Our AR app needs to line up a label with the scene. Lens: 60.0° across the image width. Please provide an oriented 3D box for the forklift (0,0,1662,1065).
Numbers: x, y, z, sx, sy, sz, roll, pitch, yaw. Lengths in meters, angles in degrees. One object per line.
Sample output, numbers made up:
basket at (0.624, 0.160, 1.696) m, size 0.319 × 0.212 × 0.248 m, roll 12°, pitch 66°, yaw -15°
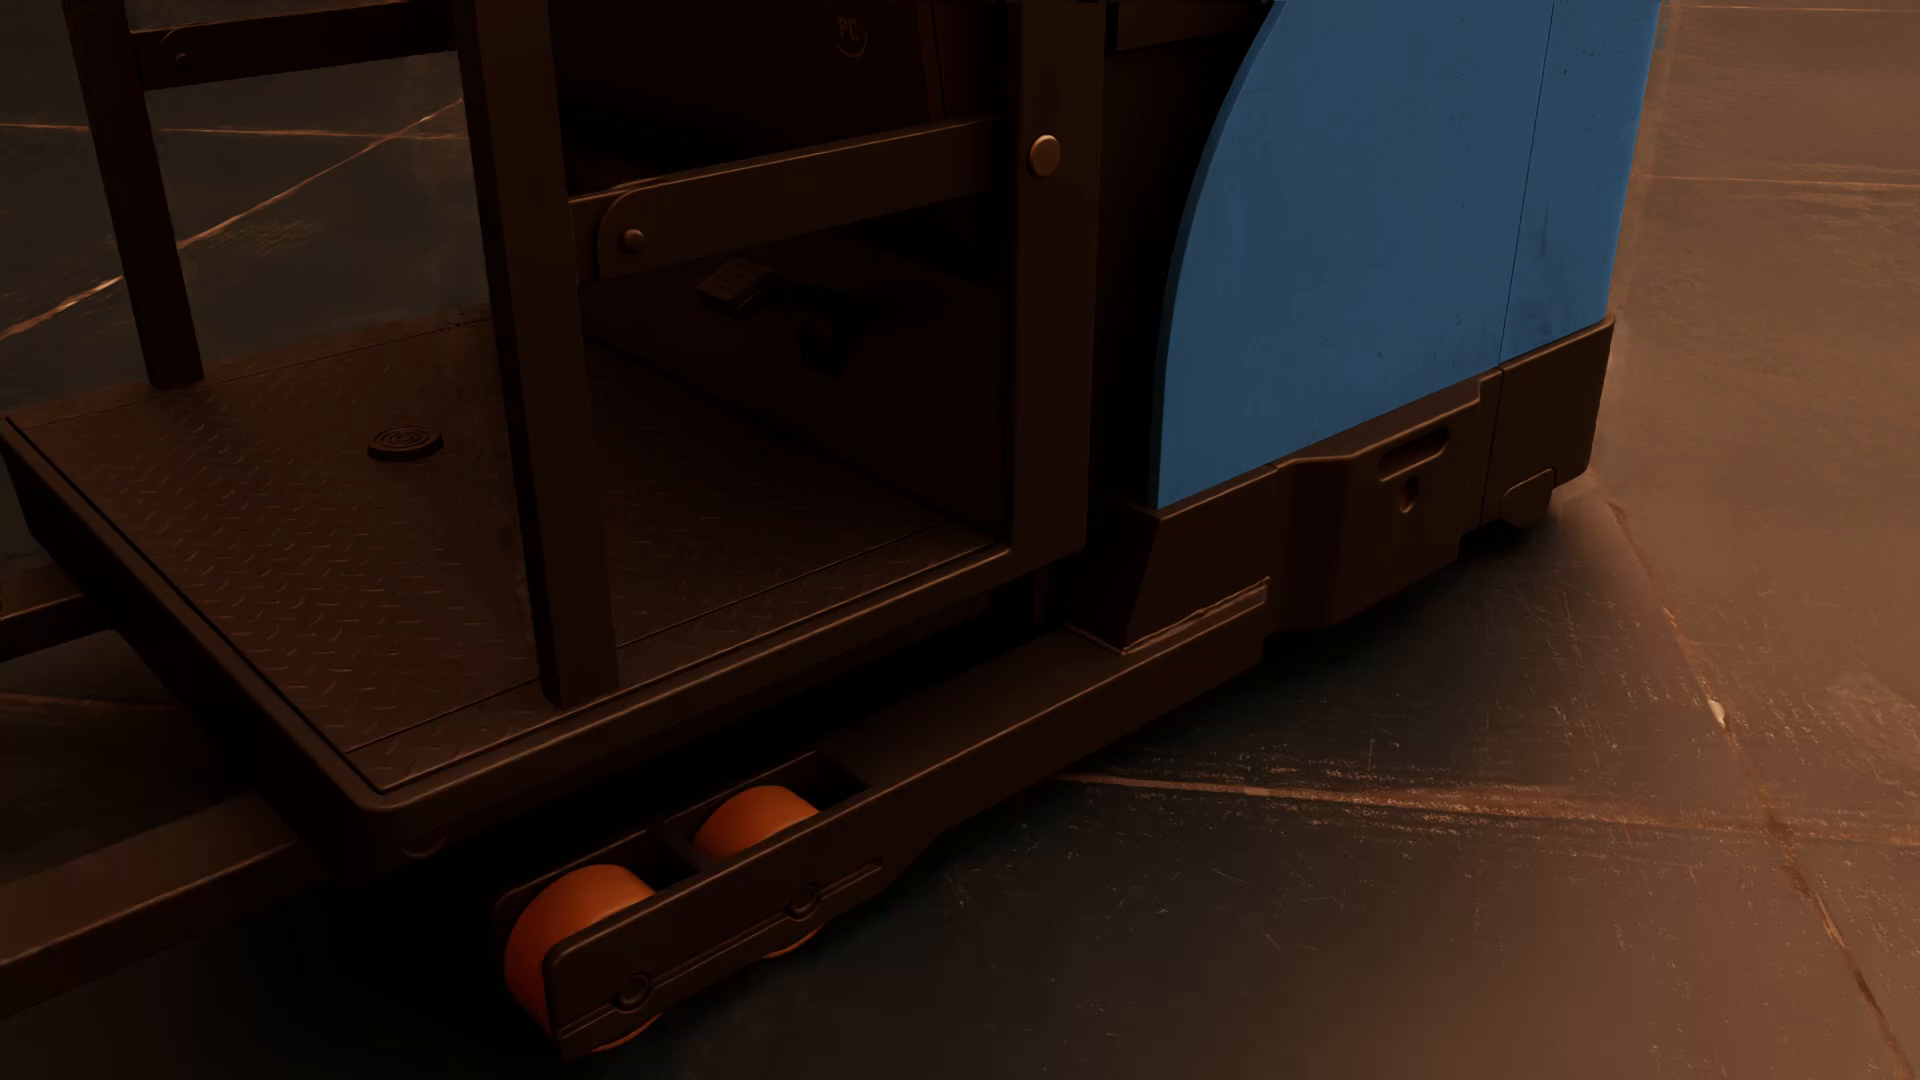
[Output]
forklift at (-0.457, -1.101, 1.424) m, size 3.031 × 2.935 × 1.130 m, roll -22°, pitch 34°, yaw -37°
